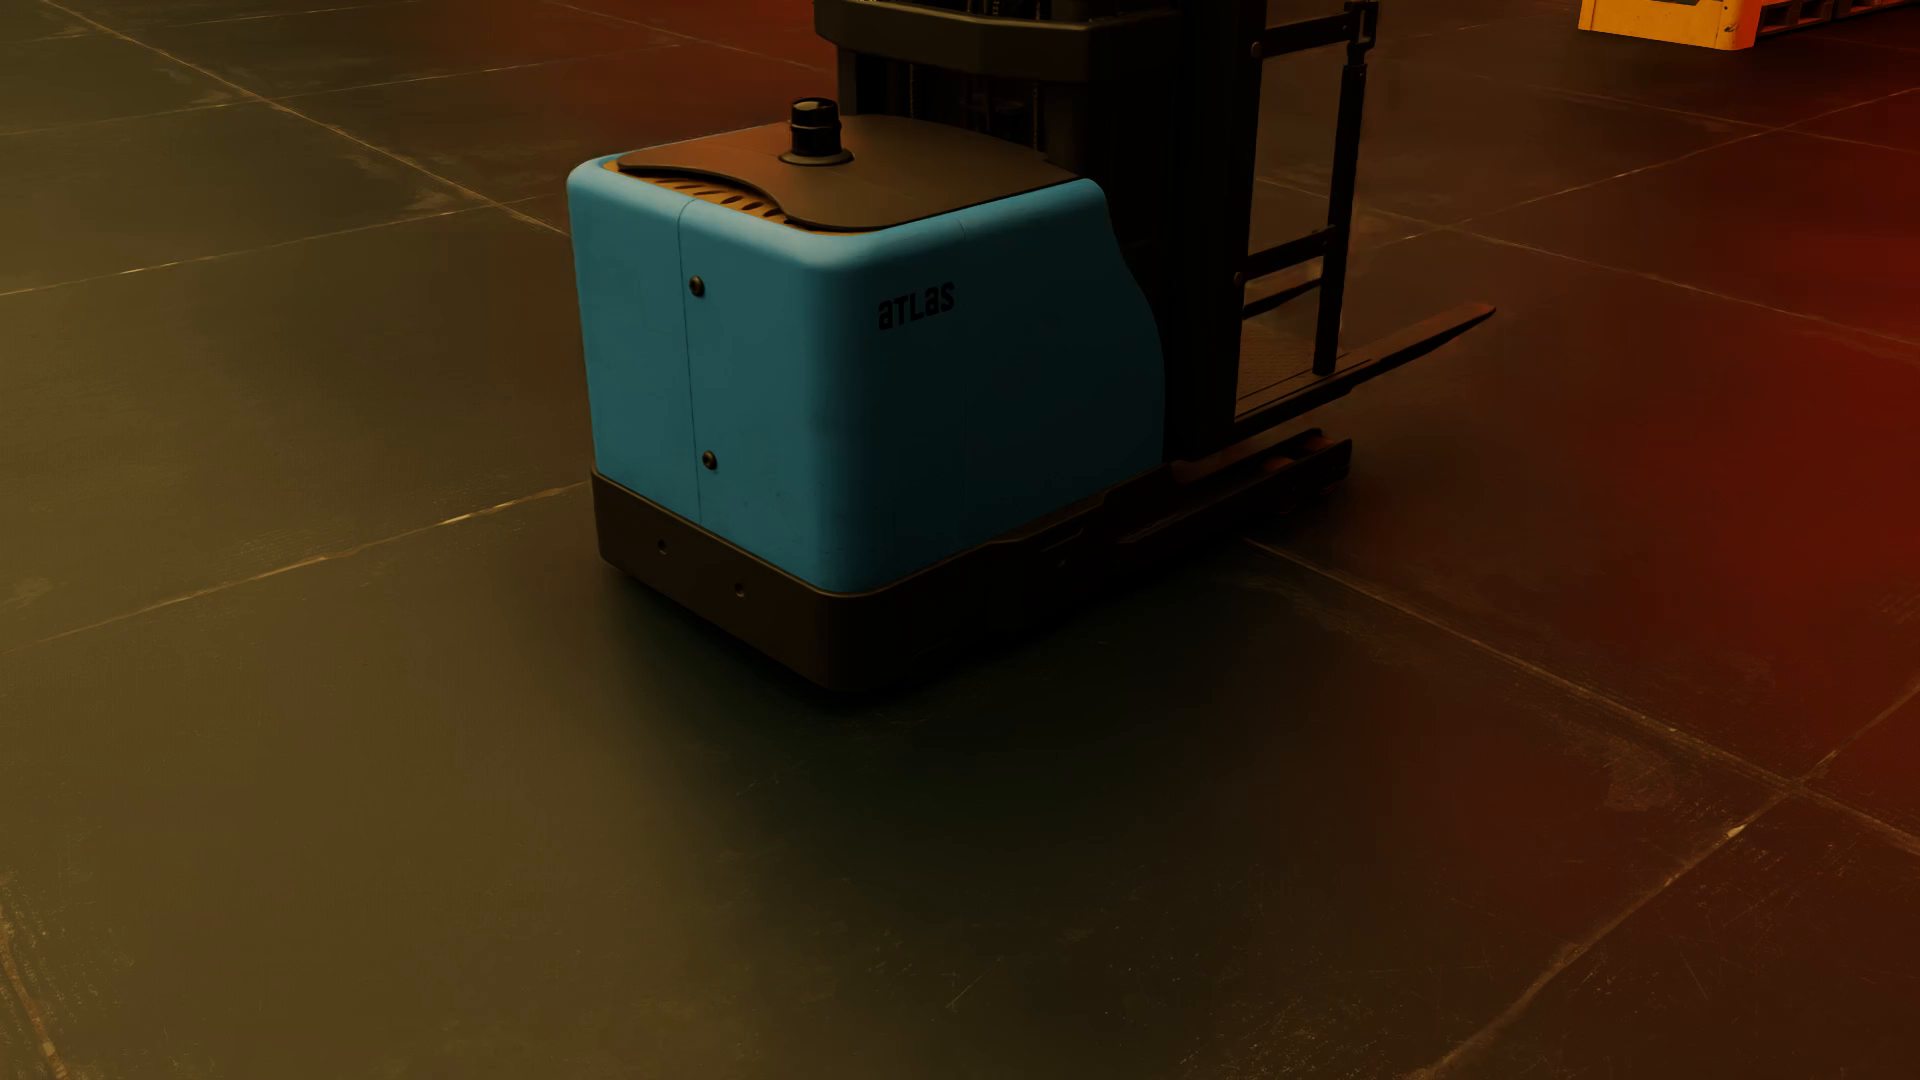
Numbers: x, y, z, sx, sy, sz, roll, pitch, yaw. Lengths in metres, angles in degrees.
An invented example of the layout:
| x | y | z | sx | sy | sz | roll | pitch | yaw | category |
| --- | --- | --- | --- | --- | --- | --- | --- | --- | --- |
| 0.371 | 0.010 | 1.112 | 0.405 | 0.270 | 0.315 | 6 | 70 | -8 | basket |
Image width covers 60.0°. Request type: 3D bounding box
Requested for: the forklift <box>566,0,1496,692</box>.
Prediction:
| x | y | z | sx | sy | sz | roll | pitch | yaw | category |
| --- | --- | --- | --- | --- | --- | --- | --- | --- | --- |
| 0.477 | -1.529 | 4.285 | 3.031 | 2.935 | 1.130 | -23 | 35 | -39 | forklift |
